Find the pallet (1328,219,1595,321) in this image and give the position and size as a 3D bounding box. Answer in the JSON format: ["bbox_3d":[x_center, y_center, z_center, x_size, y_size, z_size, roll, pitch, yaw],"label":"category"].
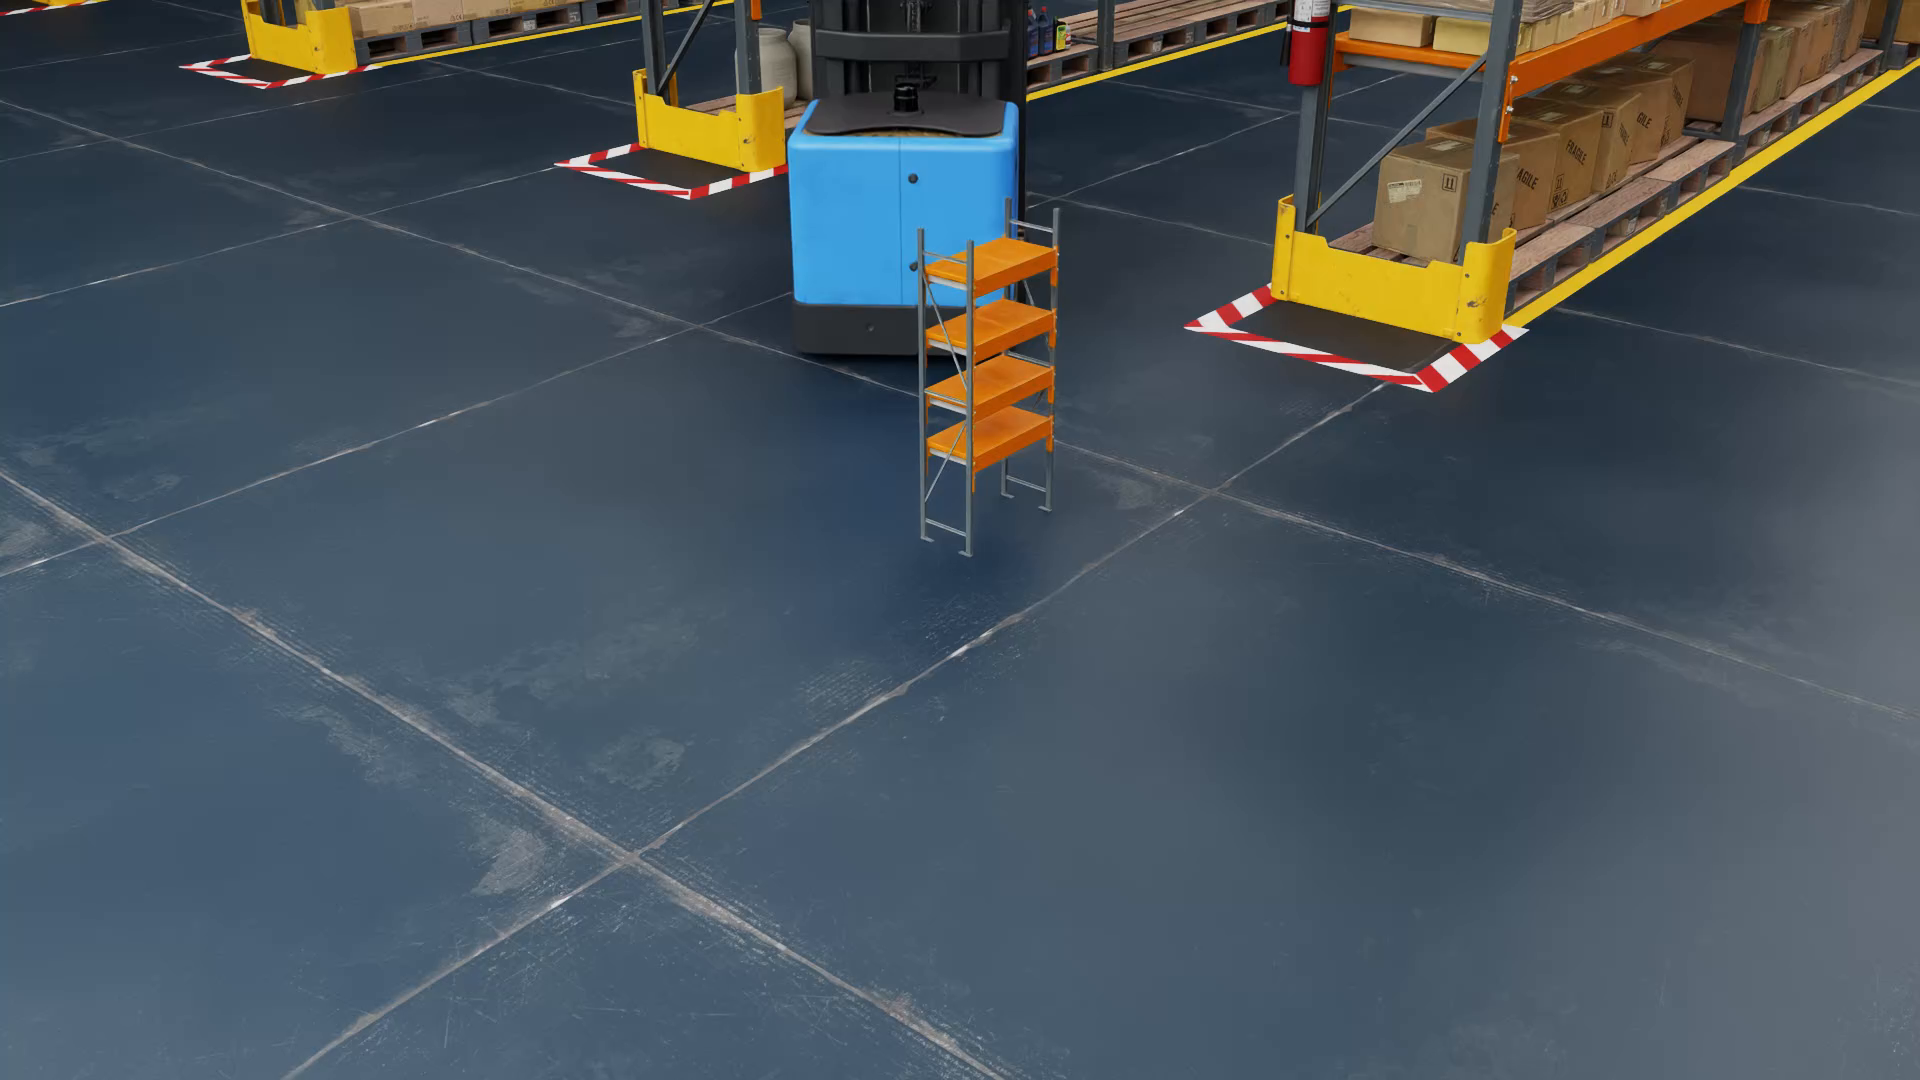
[{"bbox_3d":[2.708,-1.542,9.002,1.003,0.211,1.213,21,34,34],"label":"pallet"}]

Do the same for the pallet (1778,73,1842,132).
[{"bbox_3d":[5.930,-3.367,12.529,1.003,0.211,1.213,21,34,34],"label":"pallet"}]

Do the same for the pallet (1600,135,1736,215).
[{"bbox_3d":[4.260,-2.408,10.674,1.003,0.211,1.213,21,34,34],"label":"pallet"}]

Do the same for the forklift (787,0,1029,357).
[{"bbox_3d":[-0.191,-2.794,8.462,1.130,2.935,3.031,1,27,3],"label":"forklift"}]

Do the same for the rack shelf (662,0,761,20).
[{"bbox_3d":[-0.434,-4.313,12.106,1.077,0.370,4.000,21,34,34],"label":"rack shelf"}]

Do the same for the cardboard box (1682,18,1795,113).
[{"bbox_3d":[5.385,-3.355,11.712,0.700,0.500,0.500,21,34,34],"label":"cardboard box"}]

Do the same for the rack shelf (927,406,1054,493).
[{"bbox_3d":[0.105,-0.355,6.210,0.258,0.148,0.480,21,34,34],"label":"rack shelf"}]

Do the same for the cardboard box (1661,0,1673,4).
[{"bbox_3d":[3.785,-3.093,9.238,0.380,0.149,0.250,21,34,34],"label":"cardboard box"}]

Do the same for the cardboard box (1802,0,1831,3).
[{"bbox_3d":[6.472,-4.294,12.711,0.500,0.250,0.500,-24,36,-38],"label":"cardboard box"}]

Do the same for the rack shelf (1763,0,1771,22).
[{"bbox_3d":[5.932,-4.284,12.050,1.077,0.370,4.000,21,34,34],"label":"rack shelf"}]

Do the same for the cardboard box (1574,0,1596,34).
[{"bbox_3d":[2.968,-2.658,8.397,0.380,0.149,0.250,21,34,34],"label":"cardboard box"}]

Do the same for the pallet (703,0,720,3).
[{"bbox_3d":[-2.543,-5.825,17.281,1.003,0.211,1.213,21,34,34],"label":"pallet"}]

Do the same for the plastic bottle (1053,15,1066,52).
[{"bbox_3d":[0.787,-4.064,13.319,0.061,0.283,0.133,23,35,37],"label":"plastic bottle"}]

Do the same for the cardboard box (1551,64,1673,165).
[{"bbox_3d":[4.016,-2.635,10.343,0.500,0.500,0.500,-16,31,-28],"label":"cardboard box"}]

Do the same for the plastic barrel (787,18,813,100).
[{"bbox_3d":[-1.028,-3.439,11.883,0.421,0.512,0.421,0,27,0],"label":"plastic barrel"}]

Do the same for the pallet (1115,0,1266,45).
[{"bbox_3d":[2.083,-4.828,15.353,1.003,0.211,1.213,21,34,34],"label":"pallet"}]

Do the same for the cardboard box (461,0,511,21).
[{"bbox_3d":[-4.380,-4.819,14.836,0.500,0.250,0.500,21,34,34],"label":"cardboard box"}]

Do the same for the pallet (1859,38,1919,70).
[{"bbox_3d":[7.764,-4.332,14.394,1.003,0.211,1.213,21,34,34],"label":"pallet"}]

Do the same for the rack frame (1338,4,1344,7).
[{"bbox_3d":[3.382,-6.760,16.053,1.000,3.000,0.127,21,34,34],"label":"rack frame"}]

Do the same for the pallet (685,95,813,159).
[{"bbox_3d":[-1.173,-3.013,11.844,1.003,0.211,1.213,21,34,34],"label":"pallet"}]

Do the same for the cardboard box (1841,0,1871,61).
[{"bbox_3d":[6.793,-4.155,13.258,0.700,0.500,0.500,19,33,32],"label":"cardboard box"}]

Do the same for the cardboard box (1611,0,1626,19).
[{"bbox_3d":[3.271,-2.841,8.751,0.380,0.149,0.250,21,34,34],"label":"cardboard box"}]

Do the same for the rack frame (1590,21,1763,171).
[{"bbox_3d":[4.660,-3.895,10.514,1.000,3.000,0.127,21,34,34],"label":"rack frame"}]

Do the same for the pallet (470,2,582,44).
[{"bbox_3d":[-4.296,-4.848,15.392,1.003,0.211,1.213,21,34,34],"label":"pallet"}]

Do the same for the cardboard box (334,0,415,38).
[{"bbox_3d":[-5.013,-4.463,14.149,0.500,0.250,0.500,21,34,34],"label":"cardboard box"}]

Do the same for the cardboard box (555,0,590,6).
[{"bbox_3d":[-3.740,-5.172,15.519,0.500,0.250,0.500,21,34,34],"label":"cardboard box"}]

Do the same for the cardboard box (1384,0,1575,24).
[{"bbox_3d":[2.487,-2.840,8.042,0.875,0.500,0.500,21,34,34],"label":"cardboard box"}]

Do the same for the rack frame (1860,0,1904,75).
[{"bbox_3d":[7.204,-5.313,13.255,1.000,3.000,0.127,21,34,34],"label":"rack frame"}]

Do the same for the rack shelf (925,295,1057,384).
[{"bbox_3d":[0.105,-0.731,6.016,0.258,0.148,0.480,21,34,34],"label":"rack shelf"}]

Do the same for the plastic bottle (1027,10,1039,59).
[{"bbox_3d":[0.529,-3.980,13.084,0.144,0.351,0.185,19,33,32],"label":"plastic bottle"}]

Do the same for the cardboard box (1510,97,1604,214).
[{"bbox_3d":[3.292,-2.208,9.516,0.500,0.500,0.500,25,36,39],"label":"cardboard box"}]

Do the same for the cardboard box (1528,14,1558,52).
[{"bbox_3d":[2.655,-2.479,8.051,0.380,0.149,0.250,21,34,34],"label":"cardboard box"}]

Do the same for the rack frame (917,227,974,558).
[{"bbox_3d":[-0.050,-0.505,5.921,0.240,1.200,0.015,21,34,34],"label":"rack frame"}]

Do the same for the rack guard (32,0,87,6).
[{"bbox_3d":[-9.302,-5.736,16.794,1.175,0.500,0.348,21,34,34],"label":"rack guard"}]

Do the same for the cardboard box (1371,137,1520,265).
[{"bbox_3d":[2.526,-1.769,8.669,0.500,0.500,0.500,-21,34,-35],"label":"cardboard box"}]

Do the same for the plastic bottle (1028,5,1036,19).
[{"bbox_3d":[0.540,-4.091,13.297,0.144,0.351,0.185,21,34,34],"label":"plastic bottle"}]

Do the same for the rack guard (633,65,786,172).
[{"bbox_3d":[-1.694,-2.854,11.223,1.175,0.500,0.348,21,34,34],"label":"rack guard"}]

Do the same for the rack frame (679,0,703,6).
[{"bbox_3d":[-2.982,-6.791,16.113,1.000,3.000,0.127,21,34,34],"label":"rack frame"}]

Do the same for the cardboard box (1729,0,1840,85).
[{"bbox_3d":[6.095,-3.751,12.478,0.700,0.500,0.500,24,36,38],"label":"cardboard box"}]

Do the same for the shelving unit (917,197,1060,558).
[{"bbox_3d":[0.105,-0.592,6.088,0.258,1.200,0.503,21,34,34],"label":"shelving unit"}]
